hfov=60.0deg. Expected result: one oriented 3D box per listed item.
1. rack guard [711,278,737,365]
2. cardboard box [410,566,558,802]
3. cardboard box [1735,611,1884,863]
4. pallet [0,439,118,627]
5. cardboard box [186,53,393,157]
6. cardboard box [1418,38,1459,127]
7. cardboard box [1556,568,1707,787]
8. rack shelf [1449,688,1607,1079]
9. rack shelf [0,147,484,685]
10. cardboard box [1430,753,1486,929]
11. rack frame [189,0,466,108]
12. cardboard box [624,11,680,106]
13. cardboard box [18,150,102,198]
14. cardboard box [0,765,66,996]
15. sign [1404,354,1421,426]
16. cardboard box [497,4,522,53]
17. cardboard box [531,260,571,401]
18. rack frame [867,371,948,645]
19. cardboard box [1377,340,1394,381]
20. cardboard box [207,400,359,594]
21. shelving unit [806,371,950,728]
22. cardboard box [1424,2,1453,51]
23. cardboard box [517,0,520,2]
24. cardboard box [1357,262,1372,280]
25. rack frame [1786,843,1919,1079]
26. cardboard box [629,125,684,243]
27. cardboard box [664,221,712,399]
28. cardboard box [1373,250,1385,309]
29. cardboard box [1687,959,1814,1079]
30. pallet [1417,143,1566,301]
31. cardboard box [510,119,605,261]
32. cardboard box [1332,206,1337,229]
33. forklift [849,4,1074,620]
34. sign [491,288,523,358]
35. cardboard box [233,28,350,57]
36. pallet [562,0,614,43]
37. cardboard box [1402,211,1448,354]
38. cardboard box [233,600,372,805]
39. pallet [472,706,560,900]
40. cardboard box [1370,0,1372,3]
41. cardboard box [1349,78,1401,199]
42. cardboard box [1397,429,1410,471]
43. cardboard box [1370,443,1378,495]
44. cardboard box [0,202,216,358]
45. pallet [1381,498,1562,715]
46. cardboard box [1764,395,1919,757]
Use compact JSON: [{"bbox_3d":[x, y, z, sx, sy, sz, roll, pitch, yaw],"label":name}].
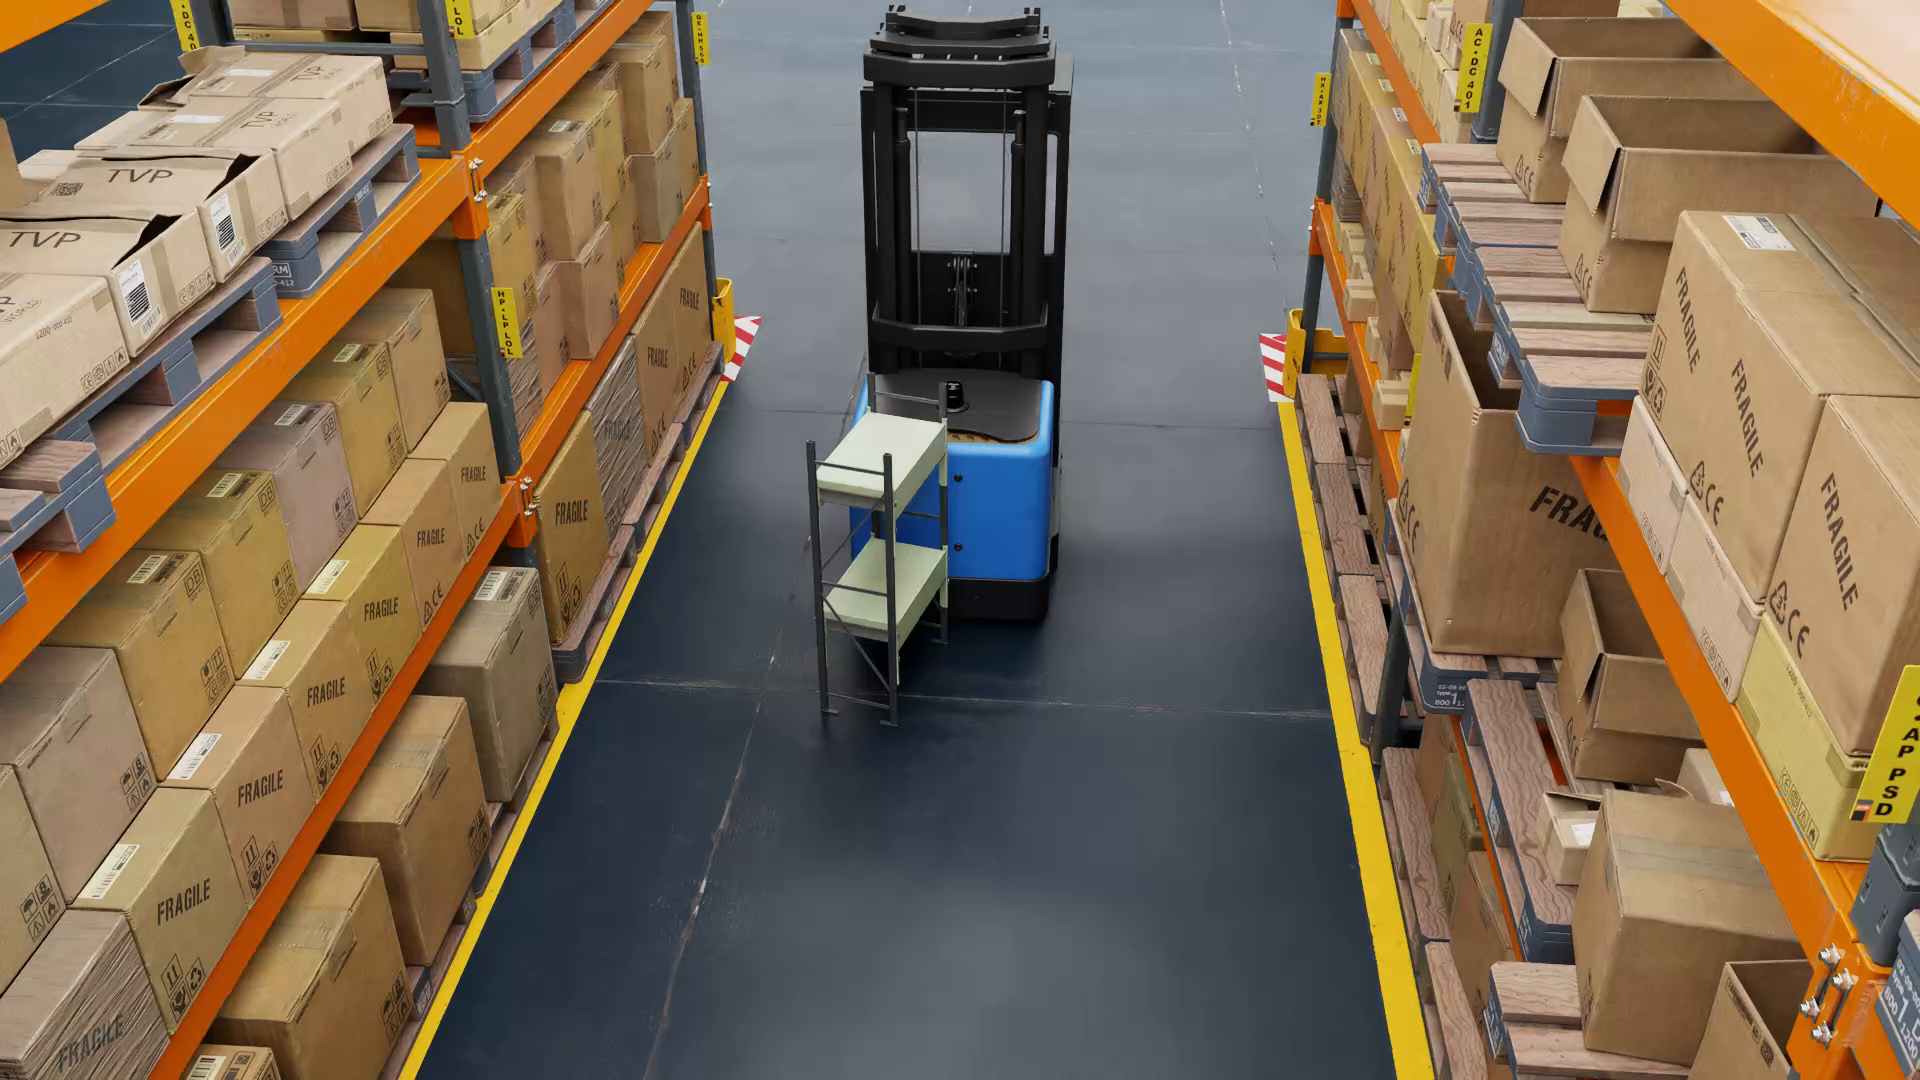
[{"bbox_3d":[-2.167,-1.532,11.539,1.175,0.500,0.348,2,32,4],"label":"rack guard"},{"bbox_3d":[-2.456,0.616,7.416,1.050,0.750,0.750,2,32,4],"label":"cardboard box"},{"bbox_3d":[1.909,0.393,3.318,0.500,0.250,0.500,3,32,4],"label":"cardboard box"},{"bbox_3d":[-2.821,0.064,3.887,1.213,0.211,1.003,4,32,6],"label":"pallet"},{"bbox_3d":[-2.393,-1.550,5.974,0.500,0.250,0.500,3,32,5],"label":"cardboard box"},{"bbox_3d":[2.270,-1.962,7.139,0.500,0.250,0.500,3,32,5],"label":"cardboard box"},{"bbox_3d":[2.391,0.461,5.425,0.797,0.503,0.637,6,32,9],"label":"cardboard box"},{"bbox_3d":[2.278,1.125,5.531,1.077,0.370,4.000,2,32,4],"label":"rack shelf"},{"bbox_3d":[-2.658,-0.417,5.174,1.077,0.370,4.000,2,32,4],"label":"rack shelf"},{"bbox_3d":[2.311,1.219,6.657,0.700,0.500,0.500,2,32,4],"label":"cardboard box"},{"bbox_3d":[-2.495,-3.046,5.895,1.000,3.000,0.127,2,32,4],"label":"rack frame"},{"bbox_3d":[-2.238,-2.914,10.228,0.875,0.550,0.550,2,32,4],"label":"cardboard box"},{"bbox_3d":[-2.868,-1.161,5.440,0.380,0.149,0.250,2,32,4],"label":"cardboard box"},{"bbox_3d":[-2.774,0.897,4.167,0.700,0.500,0.500,2,32,4],"label":"cardboard box"},{"bbox_3d":[1.899,-0.615,6.843,0.100,0.325,0.005,2,32,4],"label":"sign"},{"bbox_3d":[-2.107,-2.194,7.117,0.380,0.149,0.250,3,32,4],"label":"cardboard box"},{"bbox_3d":[-2.454,-1.037,8.212,0.875,0.550,0.550,2,32,4],"label":"cardboard box"},{"bbox_3d":[-0.254,-0.132,8.315,0.400,1.500,0.023,10,33,16],"label":"rack frame"},{"bbox_3d":[2.316,-0.896,8.365,0.380,0.149,0.250,2,32,4],"label":"cardboard box"},{"bbox_3d":[-2.611,-0.167,5.893,0.700,0.500,0.500,3,32,4],"label":"cardboard box"},{"bbox_3d":[-0.372,0.050,8.020,0.431,1.500,0.755,10,33,16],"label":"shelving unit"},{"bbox_3d":[2.223,-2.208,7.158,0.380,0.149,0.250,2,32,2],"label":"cardboard box"},{"bbox_3d":[-2.136,-2.560,7.331,0.500,0.250,0.500,2,32,4],"label":"cardboard box"},{"bbox_3d":[2.410,-1.419,9.213,0.380,0.149,0.250,2,32,4],"label":"cardboard box"},{"bbox_3d":[2.115,1.865,3.645,1.000,3.000,0.127,2,32,4],"label":"rack frame"},{"bbox_3d":[-2.177,-2.163,10.037,0.875,0.550,0.550,2,32,4],"label":"cardboard box"},{"bbox_3d":[-2.158,-1.500,10.730,0.875,0.875,0.875,3,32,4],"label":"cardboard box"},{"bbox_3d":[2.637,-1.414,8.587,0.875,0.500,0.500,2,32,4],"label":"cardboard box"},{"bbox_3d":[2.119,1.359,3.970,0.500,0.500,0.500,-1,32,-2],"label":"cardboard box"},{"bbox_3d":[2.284,-1.106,5.785,1.213,0.211,1.003,2,32,4],"label":"pallet"},{"bbox_3d":[-2.321,-1.776,8.380,0.875,0.550,0.550,2,32,4],"label":"cardboard box"},{"bbox_3d":[2.466,-1.943,10.063,0.380,0.149,0.250,2,32,4],"label":"cardboard box"},{"bbox_3d":[0.049,-1.577,9.296,1.130,2.935,3.031,2,32,4],"label":"forklift"},{"bbox_3d":[-1.953,-0.933,7.157,0.100,0.325,0.005,2,32,4],"label":"sign"},{"bbox_3d":[-2.784,-2.087,6.943,0.380,0.149,0.250,2,32,4],"label":"cardboard box"},{"bbox_3d":[-2.316,-2.794,8.431,1.003,0.211,1.213,2,32,4],"label":"pallet"},{"bbox_3d":[2.203,-1.069,7.074,0.500,0.500,0.500,2,32,4],"label":"cardboard box"},{"bbox_3d":[-2.392,0.544,5.693,0.500,0.500,0.500,2,32,3],"label":"cardboard box"},{"bbox_3d":[-2.482,1.102,7.541,1.003,0.211,1.213,2,32,4],"label":"pallet"},{"bbox_3d":[2.434,-3.021,8.857,0.500,0.250,0.500,2,32,3],"label":"cardboard box"},{"bbox_3d":[2.363,-2.115,8.771,0.500,0.500,0.500,2,32,4],"label":"cardboard box"},{"bbox_3d":[2.195,-0.375,7.520,0.380,0.149,0.250,2,32,4],"label":"cardboard box"},{"bbox_3d":[2.614,-0.467,9.411,0.500,0.500,0.500,5,32,9],"label":"cardboard box"},{"bbox_3d":[-2.460,-0.760,4.635,0.500,0.311,0.500,2,32,3],"label":"cardboard box"},{"bbox_3d":[2.233,0.248,6.451,1.003,0.211,1.213,2,32,4],"label":"pallet"},{"bbox_3d":[1.904,0.072,3.123,0.500,0.500,0.500,3,32,5],"label":"cardboard box"}]
